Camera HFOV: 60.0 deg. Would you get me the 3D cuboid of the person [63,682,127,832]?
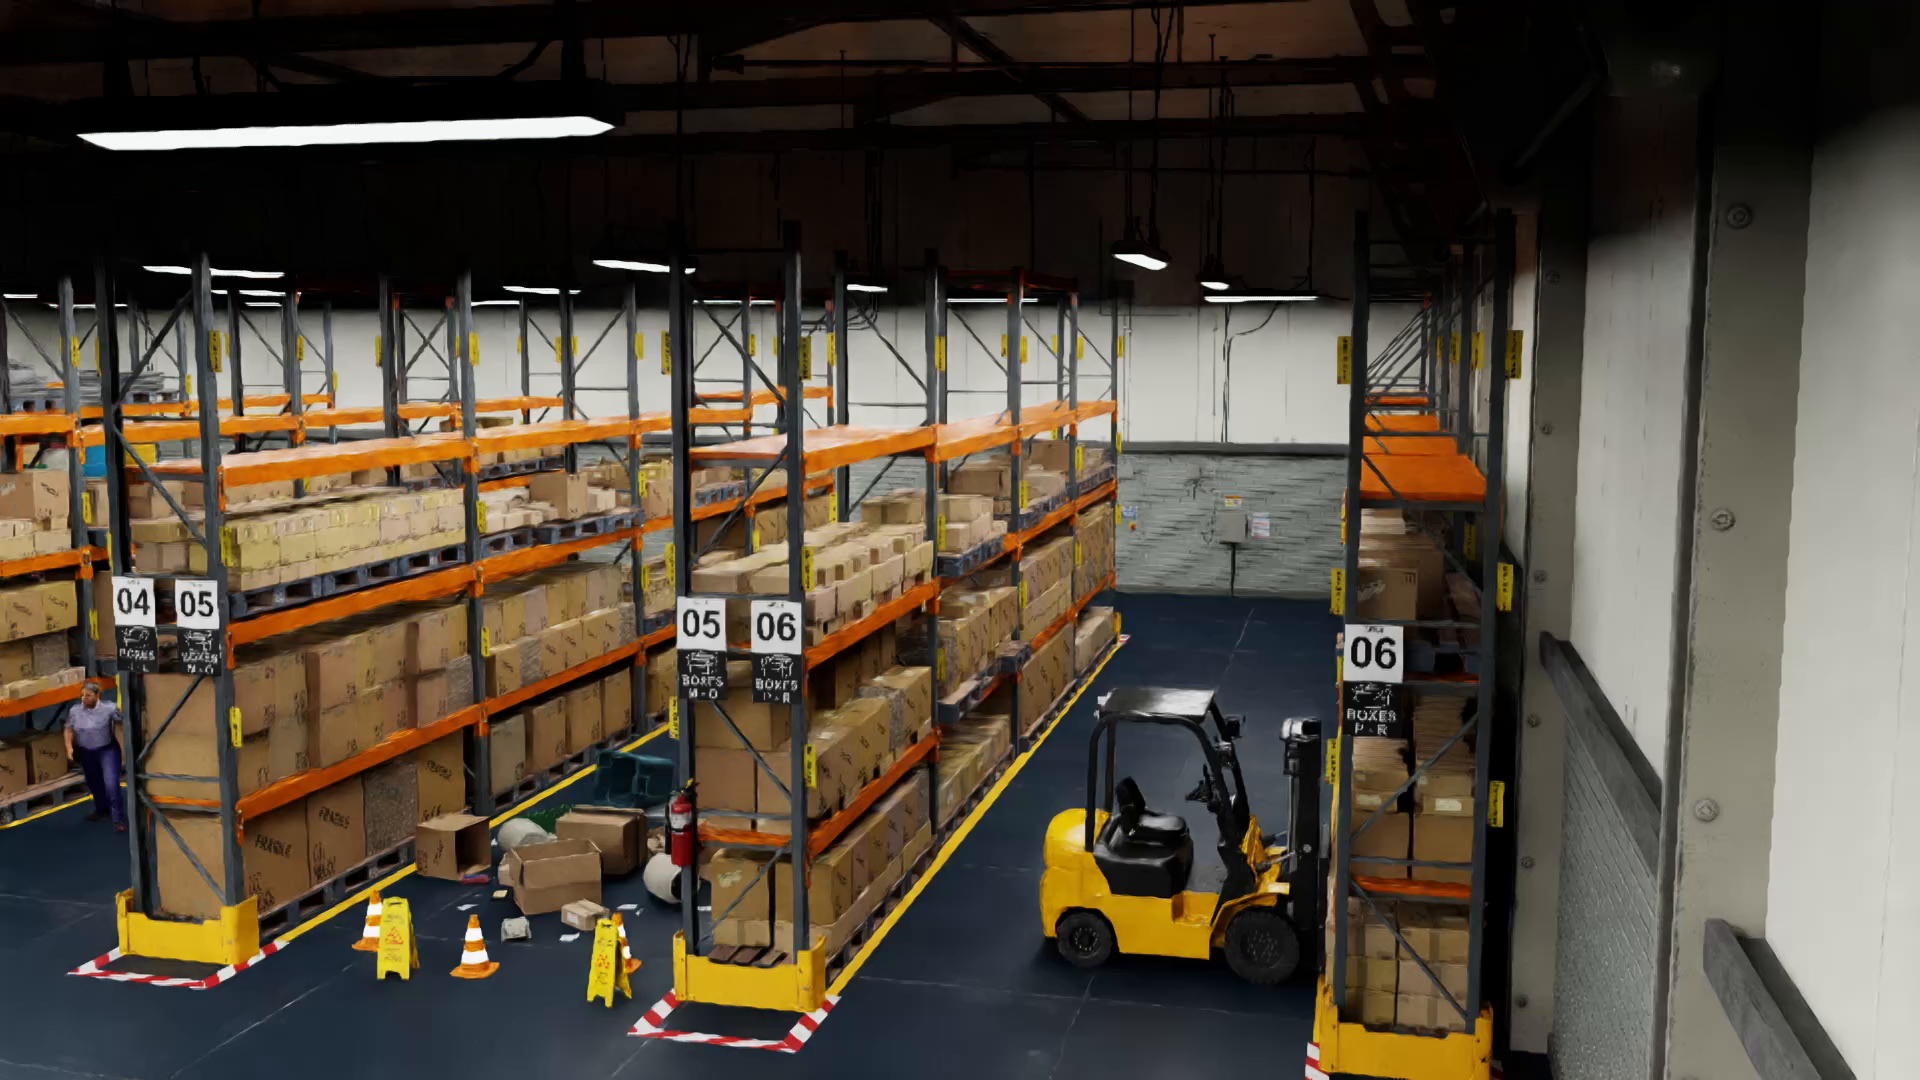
[{"bbox_3d":[-9.056,2.240,17.567,0.655,1.578,0.824,0,7,-3],"label":"person"}]
